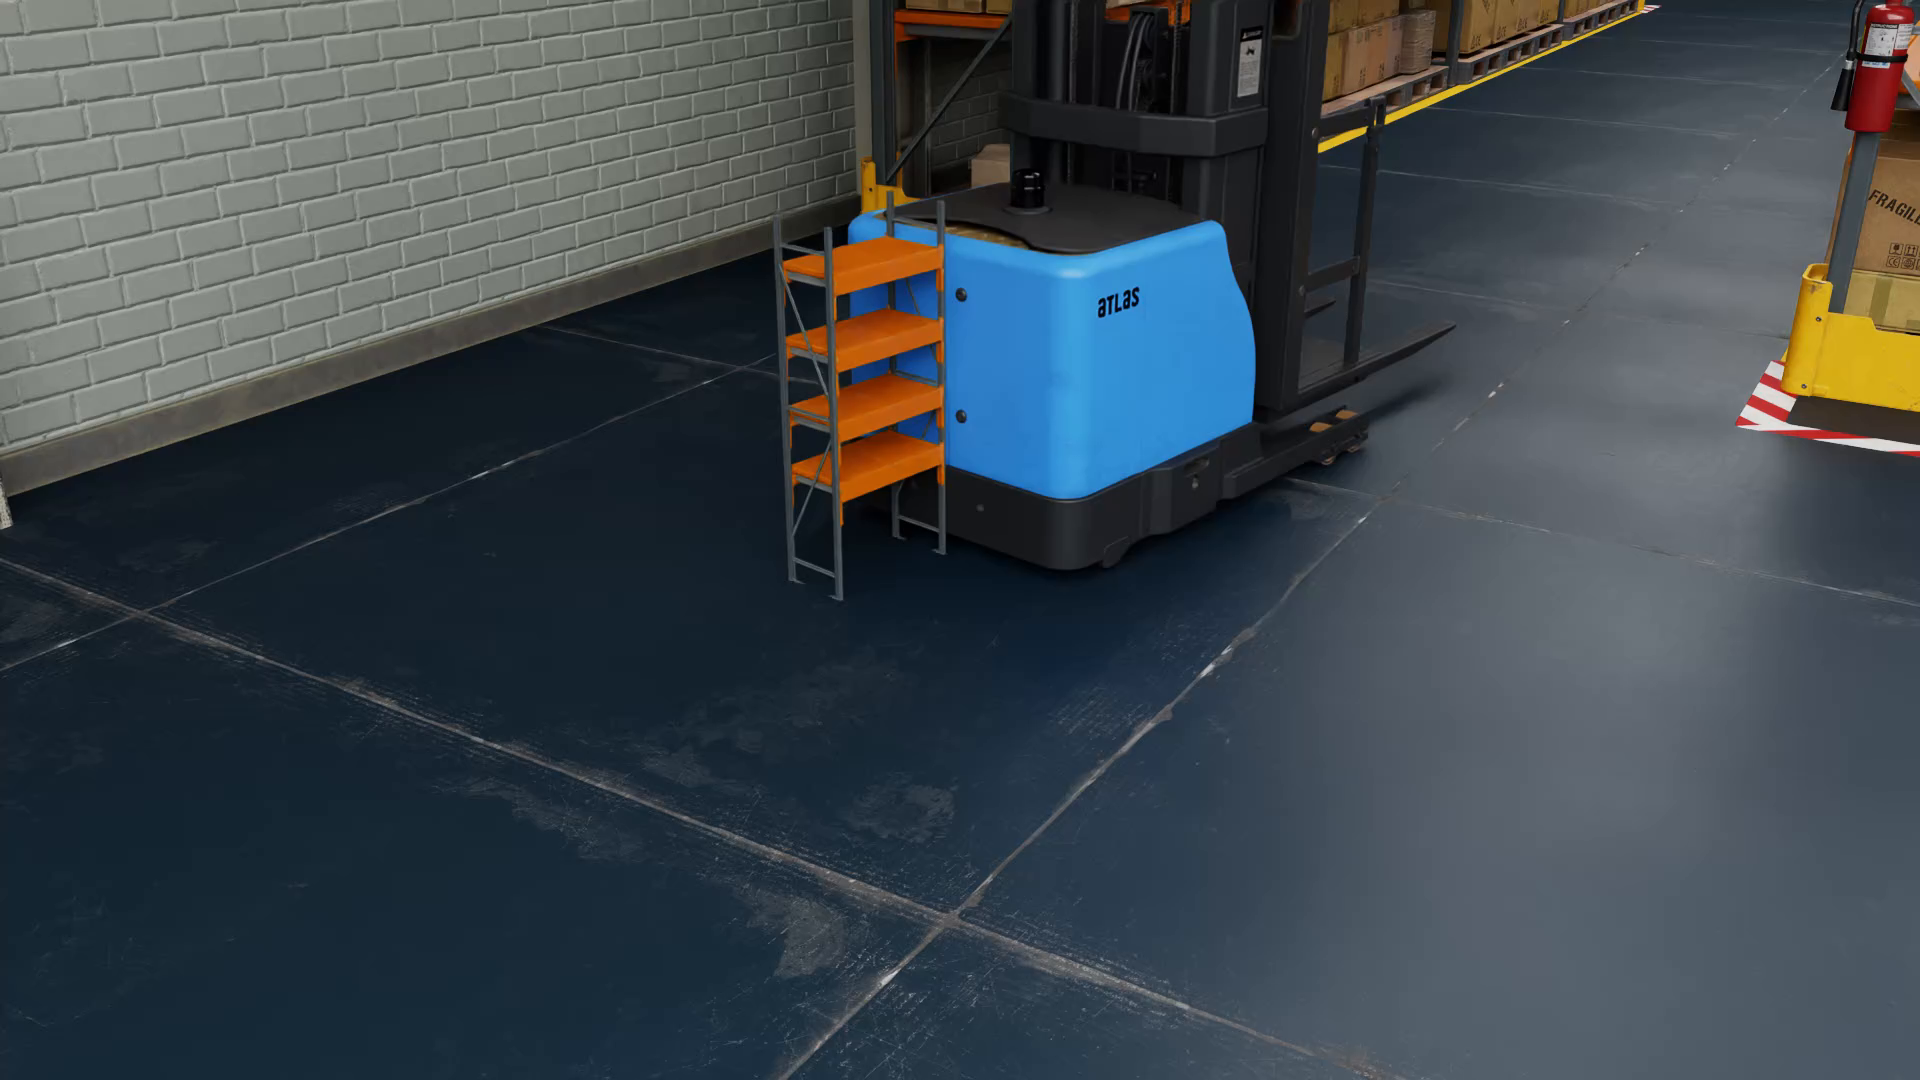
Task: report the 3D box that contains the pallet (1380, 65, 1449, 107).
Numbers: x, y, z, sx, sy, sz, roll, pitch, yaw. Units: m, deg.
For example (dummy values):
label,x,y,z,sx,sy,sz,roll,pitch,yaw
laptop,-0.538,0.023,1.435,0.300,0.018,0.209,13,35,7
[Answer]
label,x,y,z,sx,sy,sz,roll,pitch,yaw
pallet,3.761,-4.161,15.096,1.003,0.211,1.213,14,27,29

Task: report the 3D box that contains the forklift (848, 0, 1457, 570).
label,x,y,z,sx,sy,sz,roll,pitch,yaw
forklift,0.965,-1.751,6.106,1.130,2.935,3.031,20,30,38

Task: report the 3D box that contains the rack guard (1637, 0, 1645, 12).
label,x,y,z,sx,sy,sz,roll,pitch,yaw
rack guard,8.407,-7.265,21.903,1.175,0.500,0.348,14,27,29

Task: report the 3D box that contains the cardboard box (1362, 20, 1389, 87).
label,x,y,z,sx,sy,sz,roll,pitch,yaw
cardboard box,3.230,-4.182,14.227,0.700,0.500,0.500,14,27,29

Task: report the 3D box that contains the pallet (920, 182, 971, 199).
label,x,y,z,sx,sy,sz,roll,pitch,yaw
pallet,0.453,-2.017,10.143,1.003,0.211,1.213,14,27,29

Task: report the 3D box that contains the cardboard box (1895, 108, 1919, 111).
label,x,y,z,sx,sy,sz,roll,pitch,yaw
cardboard box,4.975,-1.995,8.570,0.500,0.500,0.500,14,27,29

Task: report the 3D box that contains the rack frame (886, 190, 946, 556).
label,x,y,z,sx,sy,sz,roll,pitch,yaw
rack frame,-0.141,-0.531,5.466,0.240,1.200,0.015,20,30,38

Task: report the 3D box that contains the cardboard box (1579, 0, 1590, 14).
label,x,y,z,sx,sy,sz,roll,pitch,yaw
cardboard box,7.034,-6.500,19.606,0.700,0.500,0.500,14,27,28

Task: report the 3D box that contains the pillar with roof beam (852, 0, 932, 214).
label,x,y,z,sx,sy,sz,roll,pitch,yaw
pillar with roof beam,3.246,-5.273,6.602,9.100,9.000,0.400,14,27,29

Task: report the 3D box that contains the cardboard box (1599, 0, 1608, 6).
label,x,y,z,sx,sy,sz,roll,pitch,yaw
cardboard box,7.581,-6.854,20.424,0.700,0.500,0.500,13,27,27

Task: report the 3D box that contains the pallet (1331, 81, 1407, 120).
label,x,y,z,sx,sy,sz,roll,pitch,yaw
pallet,3.116,-3.751,14.149,1.003,0.211,1.213,14,27,29

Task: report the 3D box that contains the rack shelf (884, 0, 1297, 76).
label,x,y,z,sx,sy,sz,roll,pitch,yaw
rack shelf,1.009,-3.349,10.616,1.077,0.370,4.000,14,27,29

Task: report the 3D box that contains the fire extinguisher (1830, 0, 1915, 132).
label,x,y,z,sx,sy,sz,roll,pitch,yaw
fire extinguisher,3.708,-1.989,6.667,0.296,0.674,0.183,14,27,29

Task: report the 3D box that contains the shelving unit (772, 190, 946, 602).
label,x,y,z,sx,sy,sz,roll,pitch,yaw
shelving unit,-0.303,-0.459,5.299,0.258,1.200,0.503,20,30,38

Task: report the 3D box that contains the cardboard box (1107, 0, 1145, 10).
label,x,y,z,sx,sy,sz,roll,pitch,yaw
cardboard box,0.743,-3.221,9.578,0.500,0.250,0.500,13,27,27

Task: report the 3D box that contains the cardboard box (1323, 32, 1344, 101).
label,x,y,z,sx,sy,sz,roll,pitch,yaw
cardboard box,2.668,-3.846,13.450,0.700,0.500,0.500,13,27,28

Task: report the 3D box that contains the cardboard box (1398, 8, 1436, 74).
label,x,y,z,sx,sy,sz,roll,pitch,yaw
cardboard box,3.839,-4.505,14.973,0.700,0.500,0.500,14,27,30

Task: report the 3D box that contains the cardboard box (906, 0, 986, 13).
label,x,y,z,sx,sy,sz,roll,pitch,yaw
cardboard box,0.036,-3.143,9.398,0.500,0.250,0.500,14,27,30

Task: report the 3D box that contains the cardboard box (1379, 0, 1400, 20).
label,x,y,z,sx,sy,sz,roll,pitch,yaw
cardboard box,3.485,-4.670,14.410,0.500,0.250,0.500,14,27,30

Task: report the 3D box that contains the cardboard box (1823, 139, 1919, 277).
label,x,y,z,sx,sy,sz,roll,pitch,yaw
cardboard box,4.195,-1.486,7.395,0.500,0.500,0.500,14,27,29

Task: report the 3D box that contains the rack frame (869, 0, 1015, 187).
label,x,y,z,sx,sy,sz,roll,pitch,yaw
rack frame,-0.046,-3.004,8.914,1.000,3.000,0.127,14,27,29

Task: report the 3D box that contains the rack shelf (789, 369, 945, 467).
label,x,y,z,sx,sy,sz,roll,pitch,yaw
rack shelf,-0.303,-0.397,5.326,0.258,0.148,0.480,20,30,38

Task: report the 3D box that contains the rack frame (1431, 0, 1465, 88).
label,x,y,z,sx,sy,sz,roll,pitch,yaw
rack frame,4.174,-5.704,15.151,1.000,3.000,0.127,14,27,29

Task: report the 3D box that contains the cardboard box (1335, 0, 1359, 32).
label,x,y,z,sx,sy,sz,roll,pitch,yaw
cardboard box,2.939,-4.331,13.627,0.500,0.250,0.500,13,27,27

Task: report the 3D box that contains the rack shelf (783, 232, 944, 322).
label,x,y,z,sx,sy,sz,roll,pitch,yaw
rack shelf,-0.303,-0.819,5.143,0.258,0.148,0.480,20,30,38

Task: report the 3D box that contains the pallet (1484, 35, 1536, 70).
label,x,y,z,sx,sy,sz,roll,pitch,yaw
pallet,5.298,-5.085,17.230,1.003,0.211,1.213,14,27,29

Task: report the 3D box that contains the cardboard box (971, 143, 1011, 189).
label,x,y,z,sx,sy,sz,roll,pitch,yaw
cardboard box,0.396,-2.187,9.856,0.500,0.311,0.500,11,26,23

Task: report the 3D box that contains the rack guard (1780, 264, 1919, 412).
label,x,y,z,sx,sy,sz,roll,pitch,yaw
rack guard,4.152,-0.812,6.996,1.175,0.500,0.348,14,27,29

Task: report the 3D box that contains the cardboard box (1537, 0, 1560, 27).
label,x,y,z,sx,sy,sz,roll,pitch,yaw
cardboard box,6.052,-6.014,18.043,0.750,0.750,0.750,14,27,30

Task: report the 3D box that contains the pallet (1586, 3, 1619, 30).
label,x,y,z,sx,sy,sz,roll,pitch,yaw
pallet,7.394,-6.428,20.333,1.003,0.211,1.213,14,27,29

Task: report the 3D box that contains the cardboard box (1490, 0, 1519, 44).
label,x,y,z,sx,sy,sz,roll,pitch,yaw
cardboard box,5.141,-5.425,16.684,0.750,0.750,0.750,14,27,29
